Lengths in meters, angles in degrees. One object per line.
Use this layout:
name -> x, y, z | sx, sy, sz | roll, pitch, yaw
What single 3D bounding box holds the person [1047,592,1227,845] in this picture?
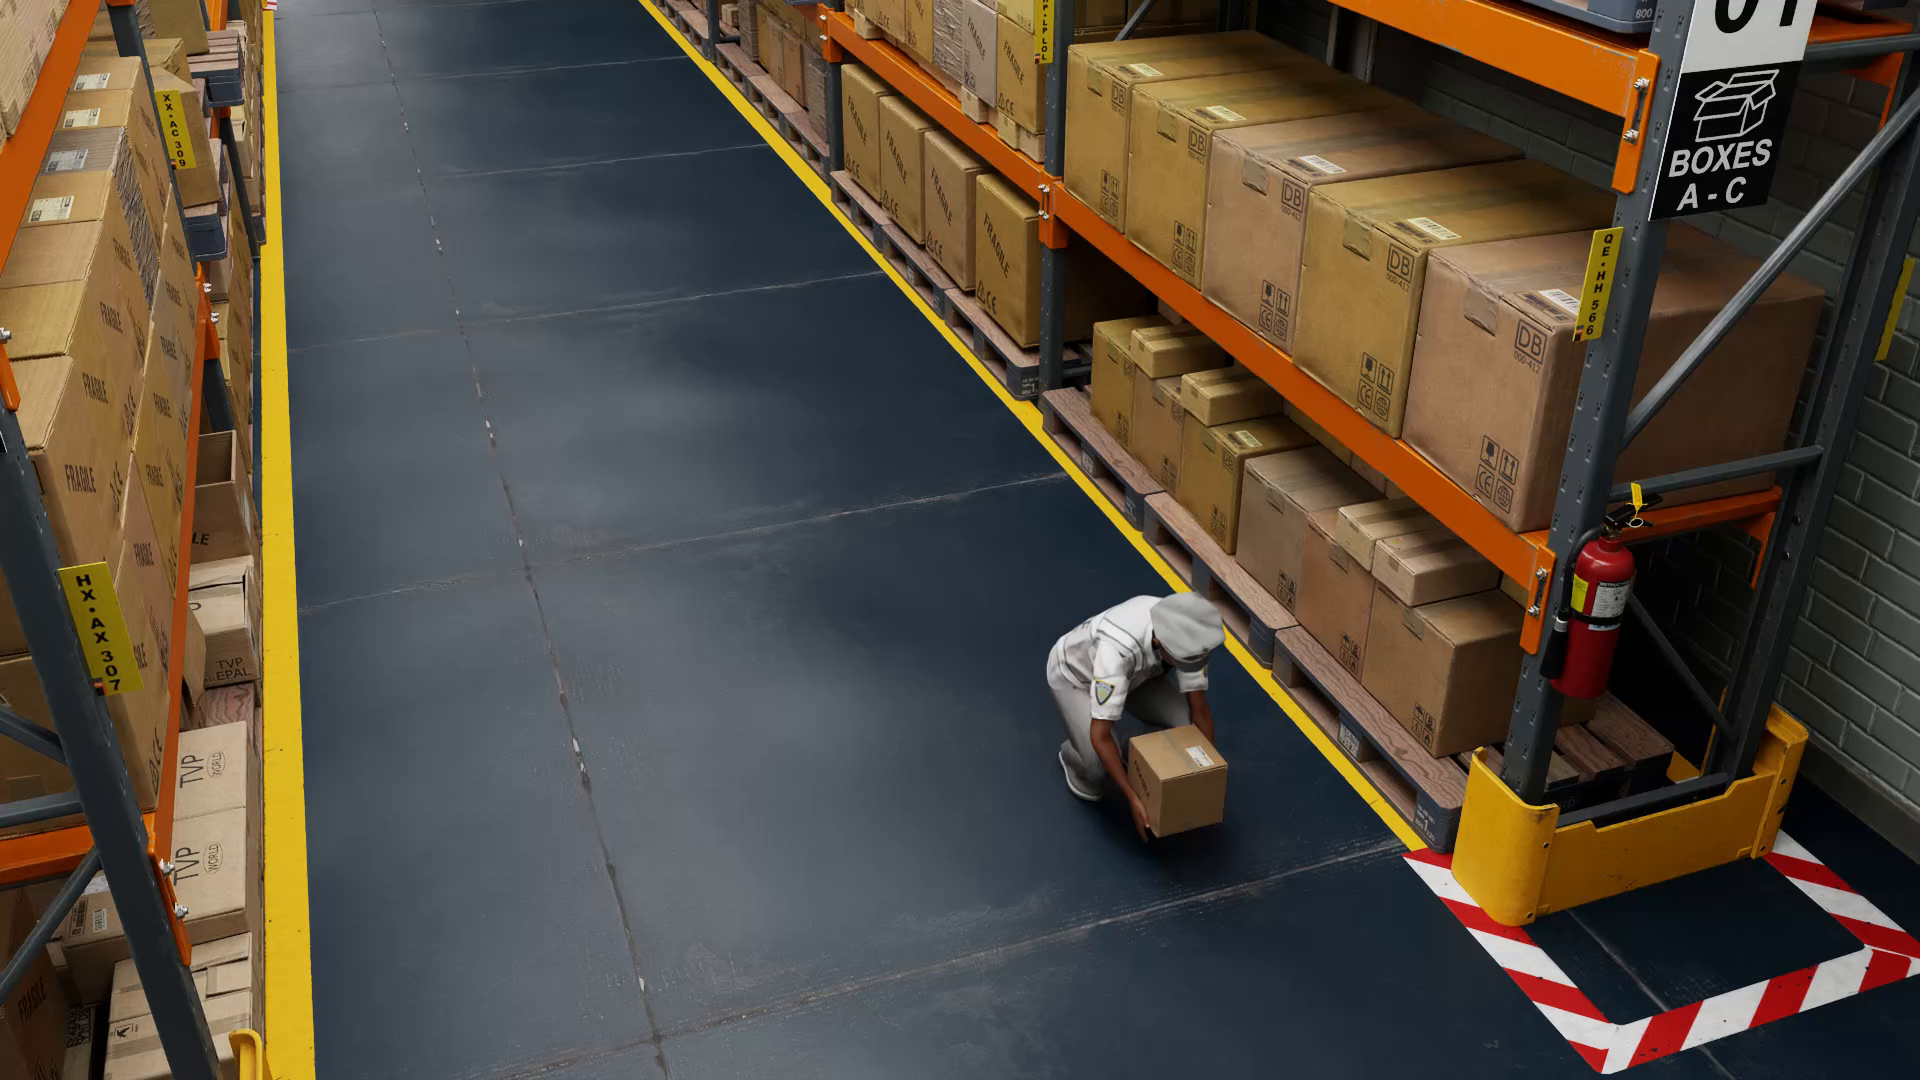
person -> 0.619, 0.542, 5.913 | 0.482, 0.959, 0.850 | -11, 32, -18
